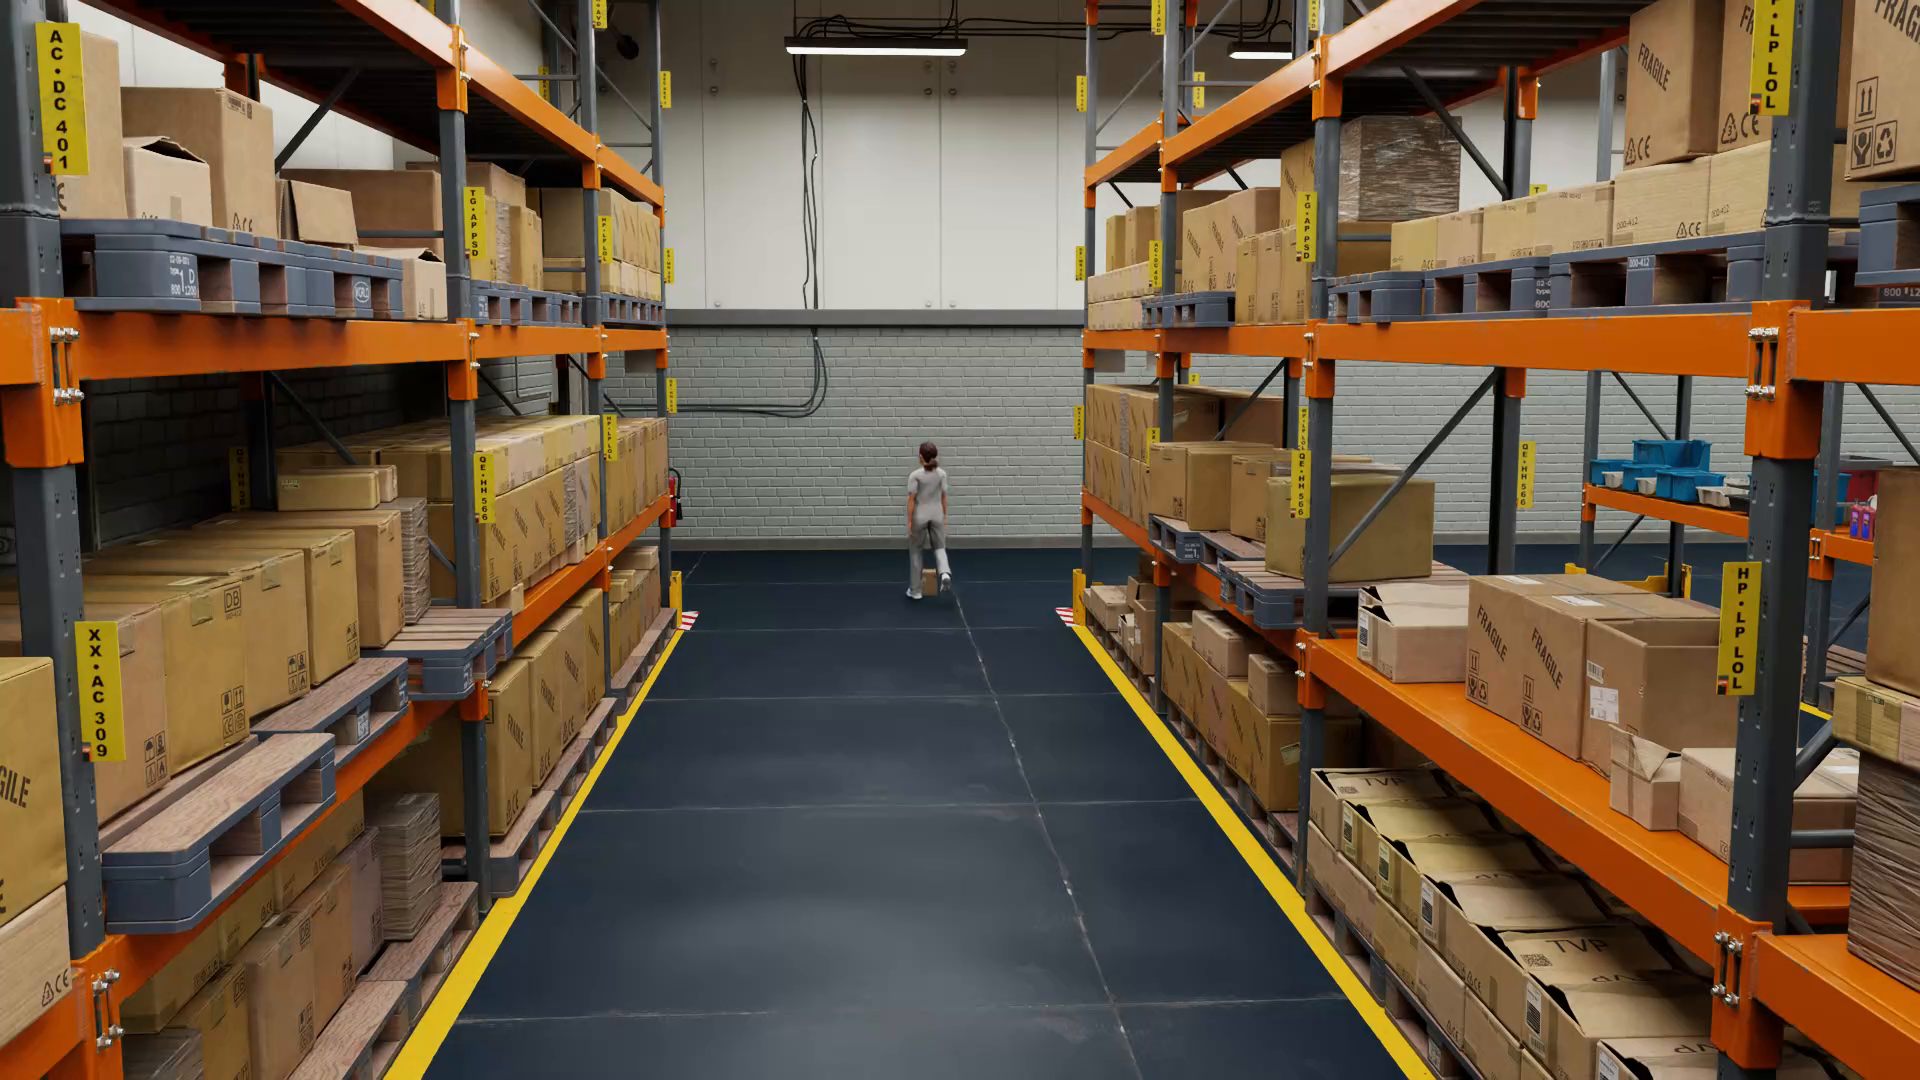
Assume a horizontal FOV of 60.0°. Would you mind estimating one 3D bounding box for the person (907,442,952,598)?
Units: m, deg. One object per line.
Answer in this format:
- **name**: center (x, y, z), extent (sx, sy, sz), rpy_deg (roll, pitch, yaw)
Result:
- **person**: center (-0.345, -0.198, 17.267), extent (0.460, 1.653, 0.739), rpy_deg (-2, 7, -16)
